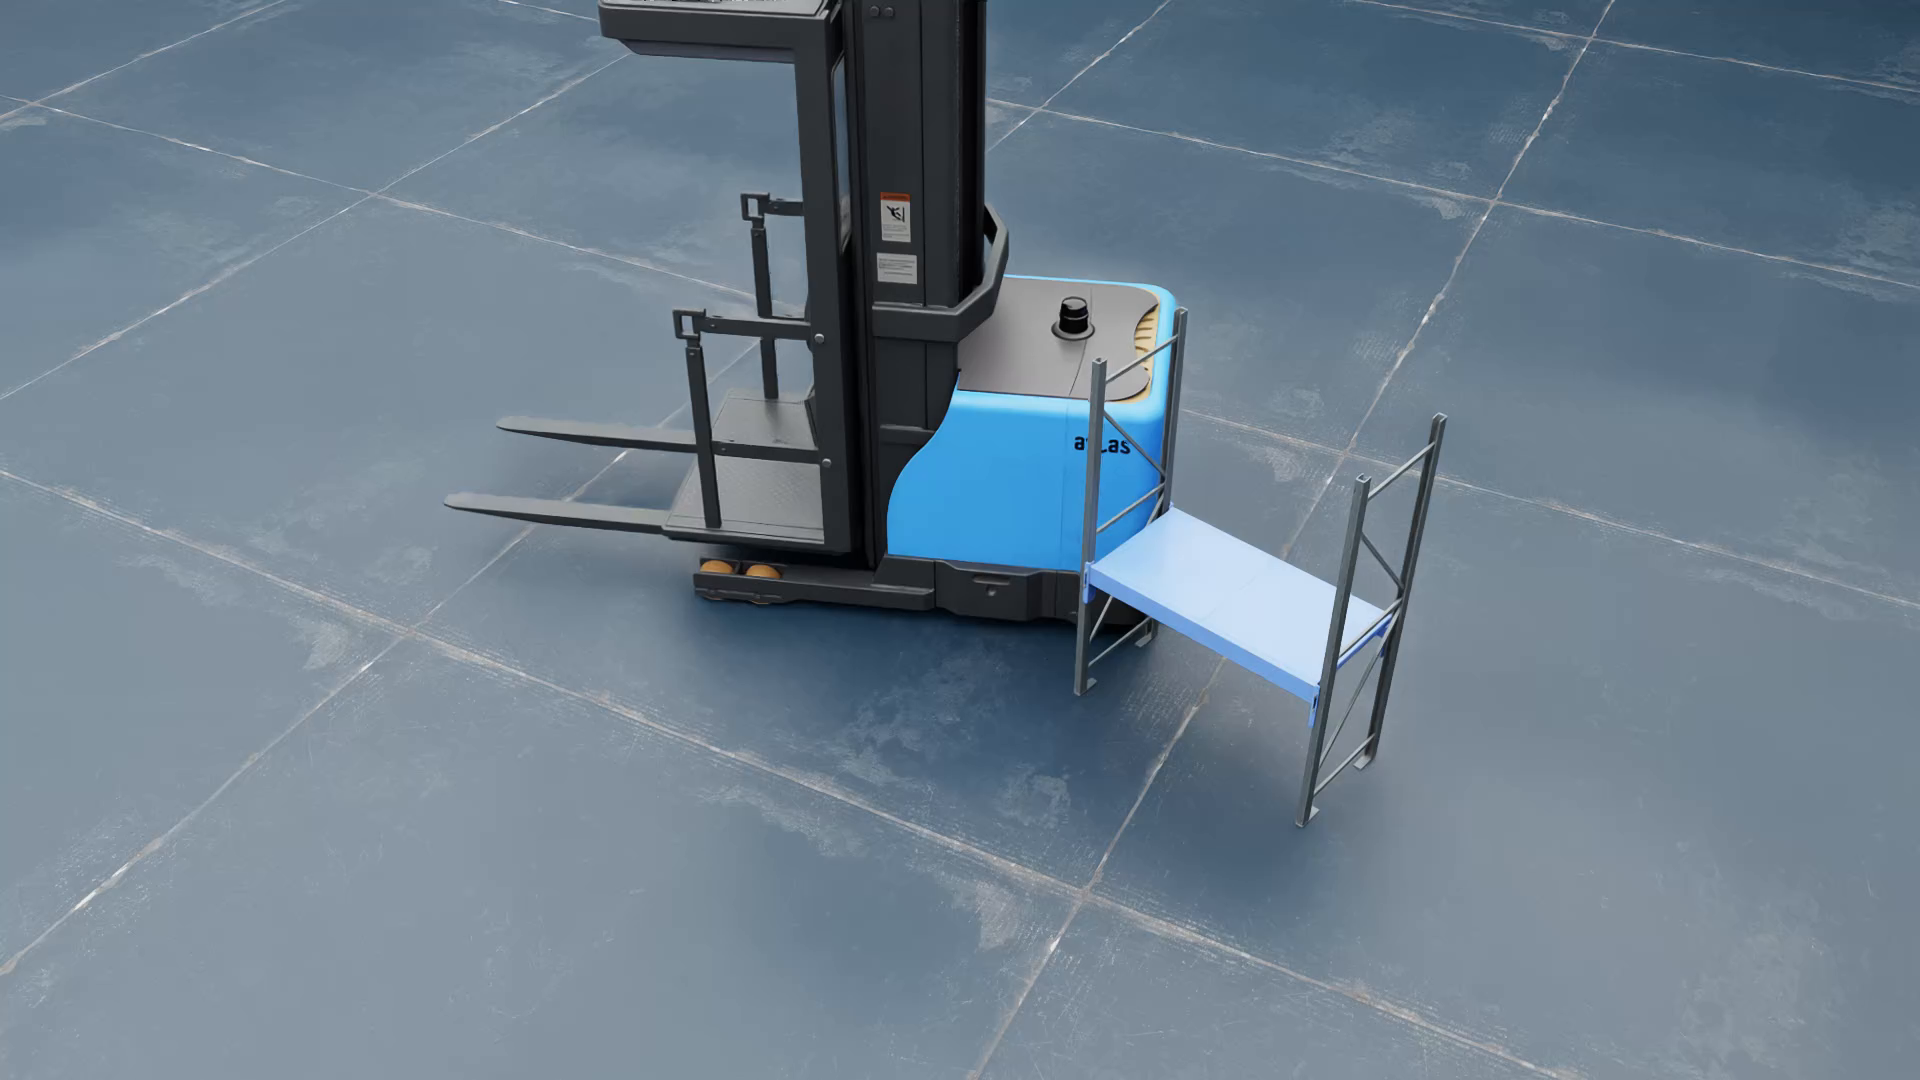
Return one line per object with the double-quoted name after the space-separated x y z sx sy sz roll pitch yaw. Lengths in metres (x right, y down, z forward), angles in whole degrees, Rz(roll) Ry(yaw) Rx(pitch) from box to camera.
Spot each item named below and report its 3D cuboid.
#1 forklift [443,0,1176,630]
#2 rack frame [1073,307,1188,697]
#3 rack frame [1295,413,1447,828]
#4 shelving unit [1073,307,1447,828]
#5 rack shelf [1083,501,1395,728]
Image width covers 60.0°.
-0.661 -1.209 6.418 3.031 2.935 1.130 5 38 7 "forklift"
0.622 -0.107 6.151 0.032 1.500 0.500 29 46 33 "rack frame"
1.371 0.308 5.604 0.032 1.500 0.500 29 46 33 "rack frame"
0.997 0.101 5.877 1.048 1.500 0.538 29 46 33 "shelving unit"
0.997 0.244 5.986 1.000 0.185 0.538 29 46 33 "rack shelf"
